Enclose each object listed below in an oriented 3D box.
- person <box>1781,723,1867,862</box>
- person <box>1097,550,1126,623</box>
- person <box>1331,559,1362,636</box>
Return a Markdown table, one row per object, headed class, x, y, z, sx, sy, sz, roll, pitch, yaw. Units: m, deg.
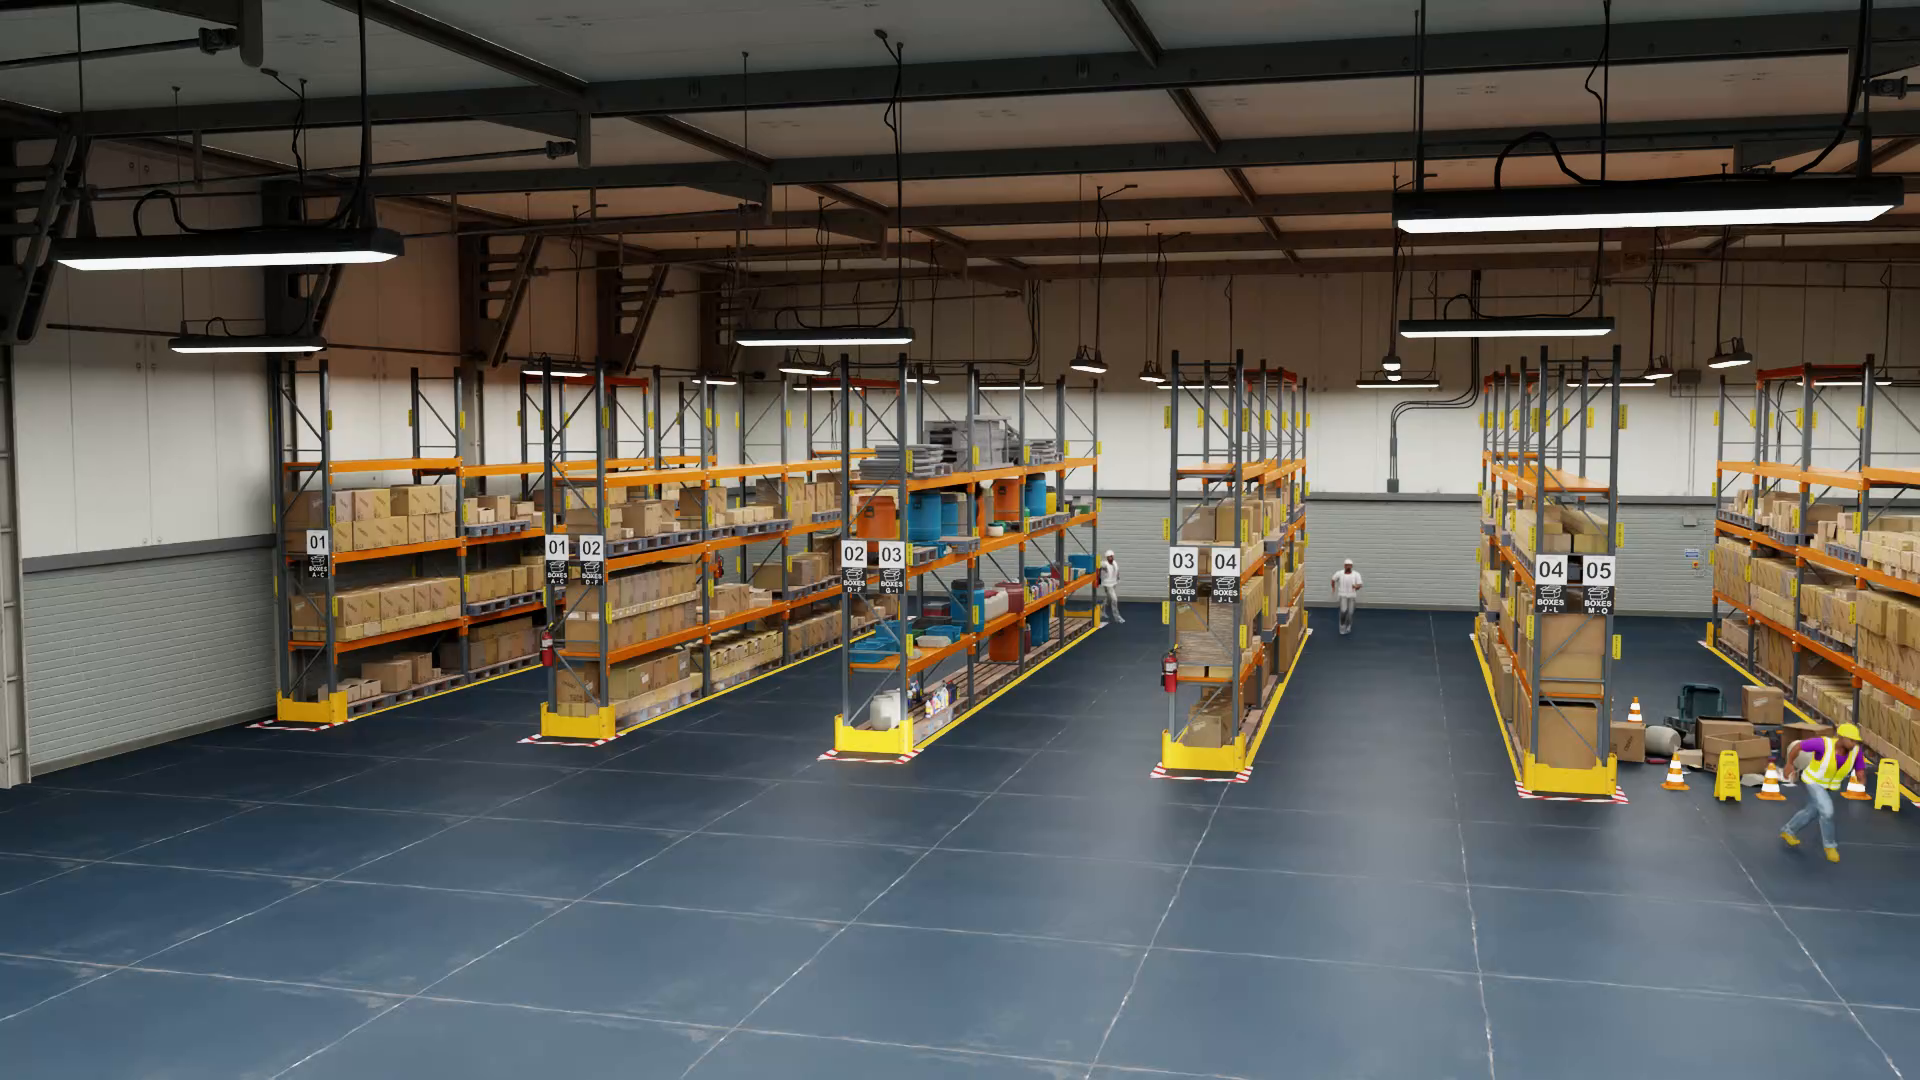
| class | x | y | z | sx | sy | sz | roll | pitch | yaw |
| --- | --- | --- | --- | --- | --- | --- | --- | --- | --- |
| person | 9.878 | 2.819 | 19.054 | 0.725 | 1.577 | 1.101 | -1 | 4 | -9 |
| person | 3.691 | 1.137 | 41.270 | 0.926 | 1.781 | 0.735 | 3 | 5 | 38 |
| person | 9.025 | 1.340 | 38.752 | 0.671 | 1.787 | 0.726 | 0 | 4 | 5 |
